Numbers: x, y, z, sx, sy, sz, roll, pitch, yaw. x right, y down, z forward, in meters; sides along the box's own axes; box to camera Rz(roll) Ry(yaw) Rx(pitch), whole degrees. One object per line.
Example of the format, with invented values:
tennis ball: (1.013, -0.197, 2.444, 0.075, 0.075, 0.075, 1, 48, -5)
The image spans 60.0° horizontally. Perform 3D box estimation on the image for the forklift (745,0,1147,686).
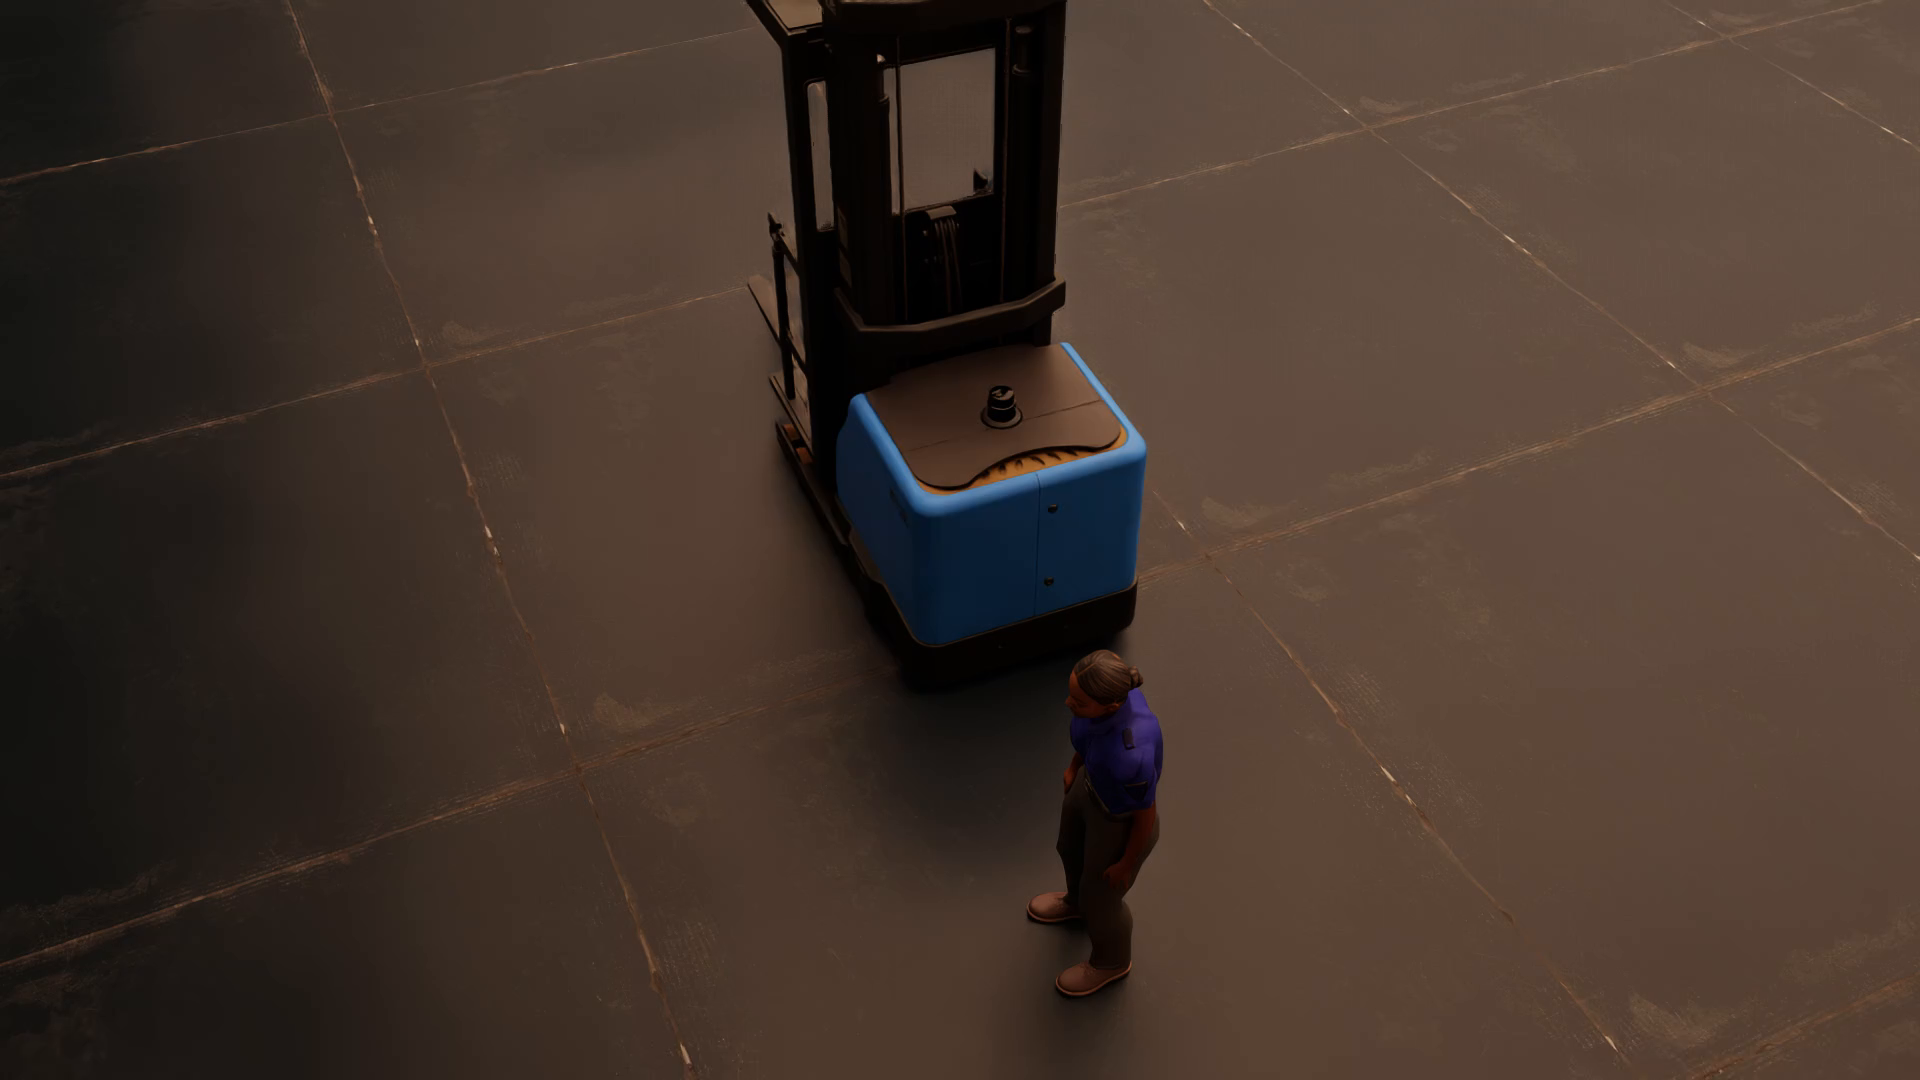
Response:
forklift: (-0.262, -1.468, 7.253, 1.130, 2.935, 3.031, -16, 45, -16)

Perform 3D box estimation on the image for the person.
person: (0.479, 0.921, 5.631, 0.349, 1.653, 0.528, -12, 44, -12)
